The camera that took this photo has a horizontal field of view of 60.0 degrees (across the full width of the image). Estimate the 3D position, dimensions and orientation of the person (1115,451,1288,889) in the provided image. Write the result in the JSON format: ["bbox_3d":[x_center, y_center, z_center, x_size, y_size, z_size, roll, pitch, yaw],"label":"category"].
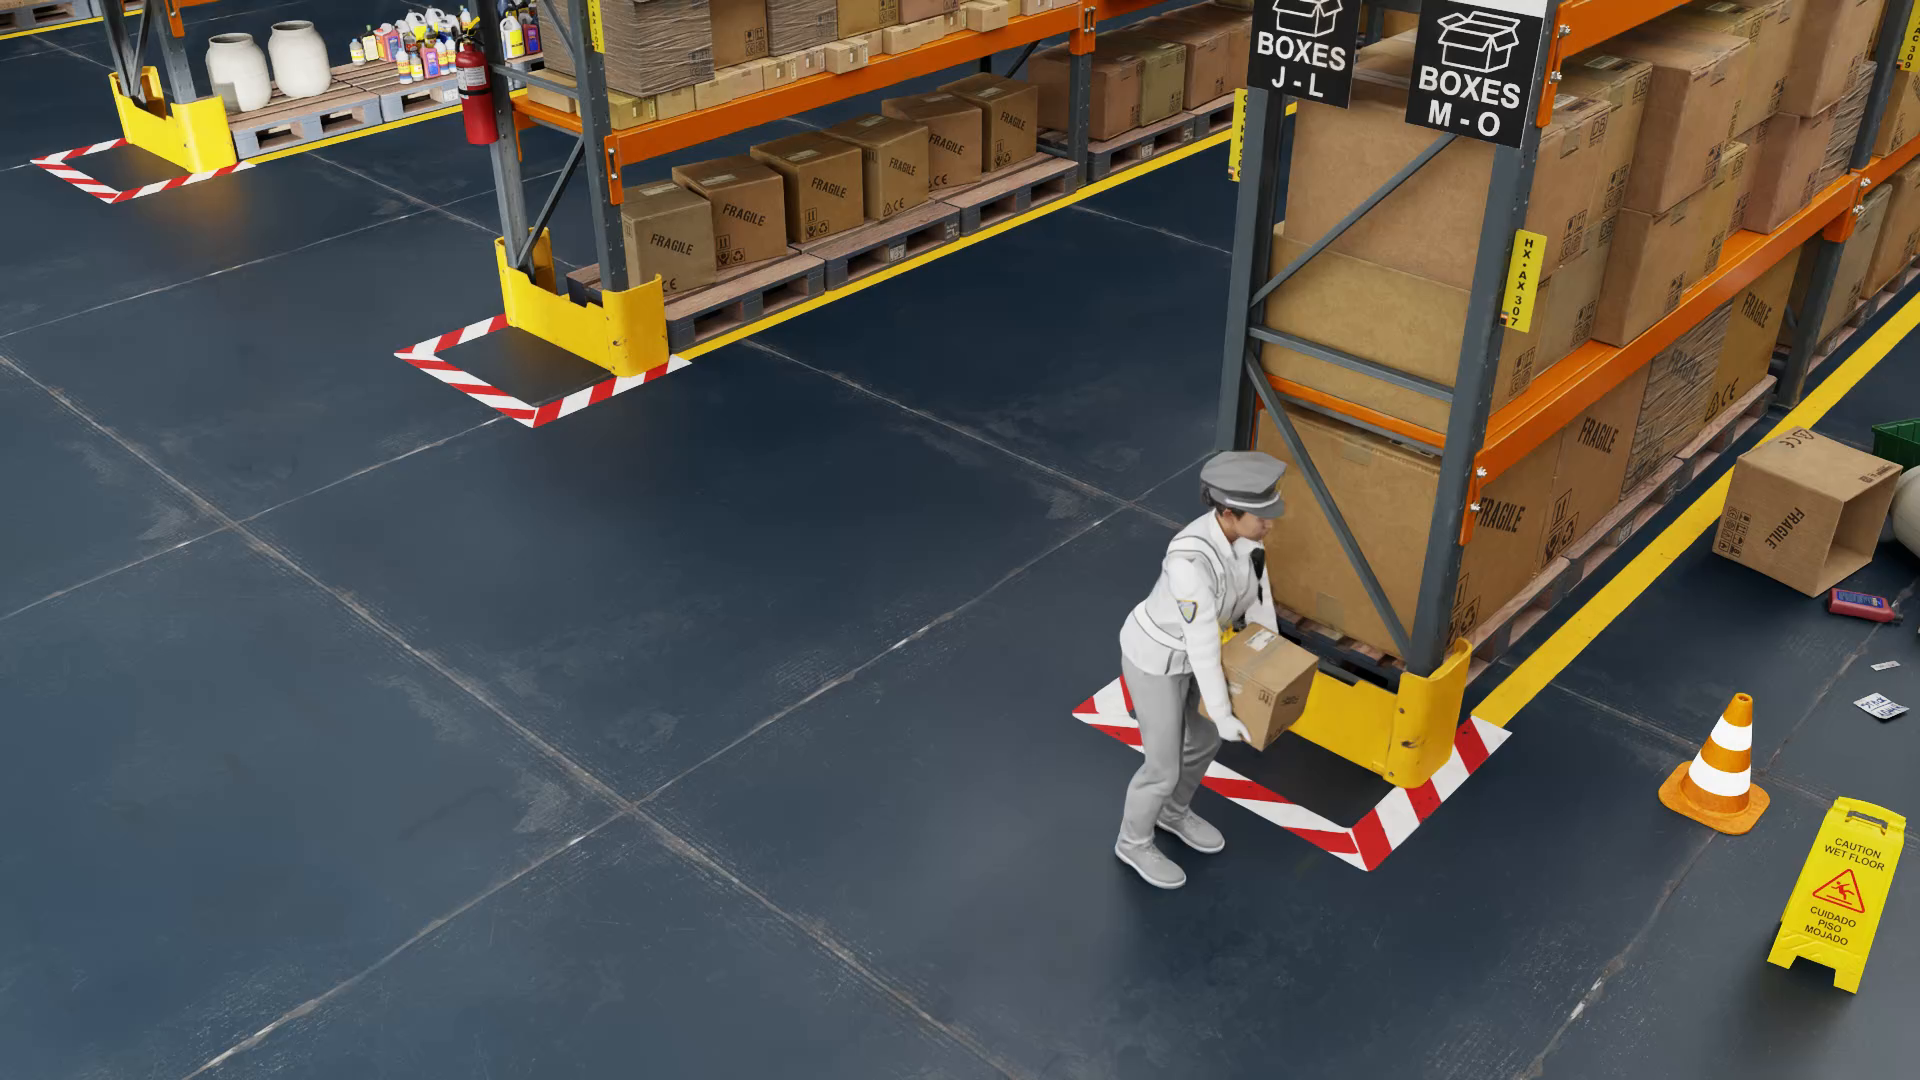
[{"bbox_3d":[0.806,0.437,5.461,0.561,1.631,0.414,25,39,34],"label":"person"}]
